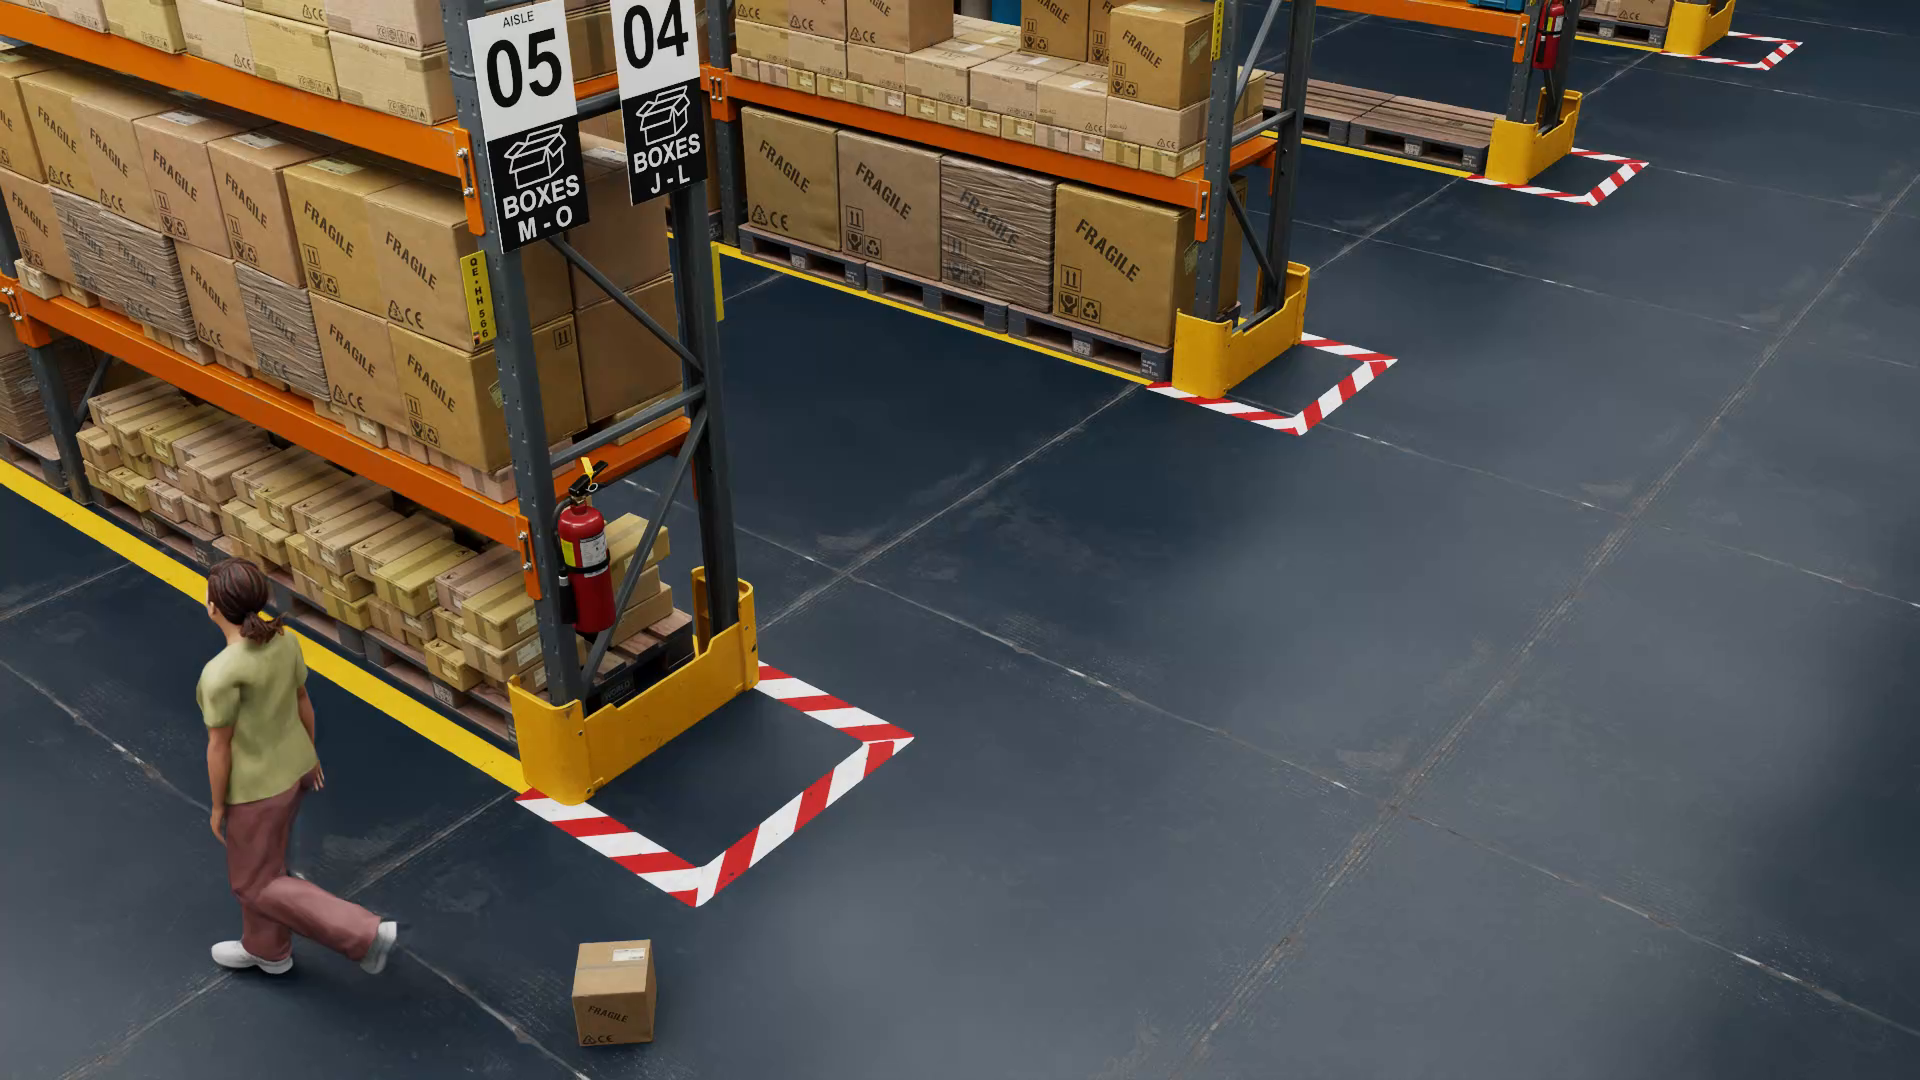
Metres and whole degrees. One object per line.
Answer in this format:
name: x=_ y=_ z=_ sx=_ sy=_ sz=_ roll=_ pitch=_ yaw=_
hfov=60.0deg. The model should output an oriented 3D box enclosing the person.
person: x=-2.356 y=0.829 z=5.762 sx=0.755 sy=1.627 sz=0.513 roll=7 pitch=32 yaw=11
